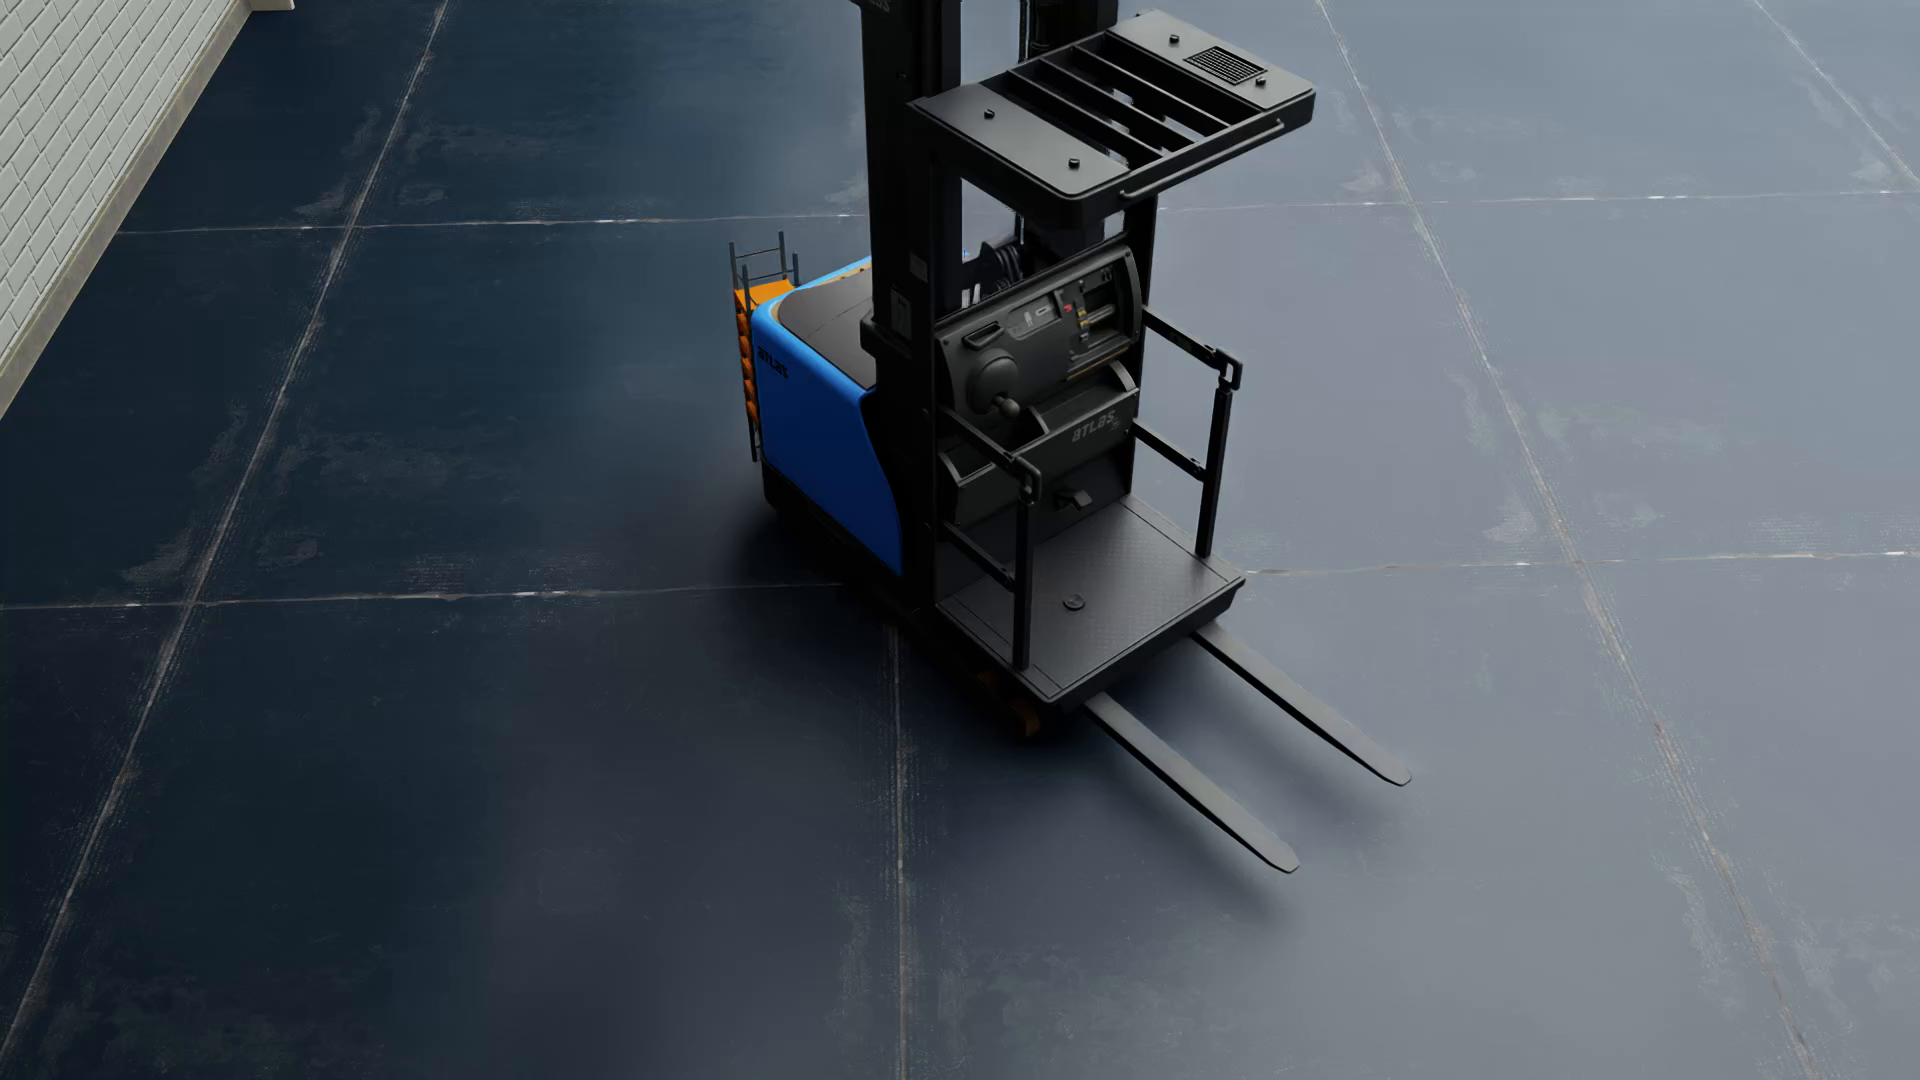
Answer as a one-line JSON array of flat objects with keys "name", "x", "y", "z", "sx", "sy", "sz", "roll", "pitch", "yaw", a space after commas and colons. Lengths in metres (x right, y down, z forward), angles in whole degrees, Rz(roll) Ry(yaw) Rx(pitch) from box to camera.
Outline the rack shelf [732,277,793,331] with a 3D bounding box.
[{"name": "rack shelf", "x": -0.826, "y": -1.015, "z": 7.152, "sx": 0.258, "sy": 0.103, "sz": 0.180, "roll": -16, "pitch": 45, "yaw": -17}]

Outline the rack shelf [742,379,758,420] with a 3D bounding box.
[{"name": "rack shelf", "x": -0.826, "y": -0.661, "z": 7.476, "sx": 0.258, "sy": 0.103, "sz": 0.180, "roll": -16, "pitch": 45, "yaw": -17}]

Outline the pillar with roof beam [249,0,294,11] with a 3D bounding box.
[{"name": "pillar with roof beam", "x": -0.416, "y": -7.188, "z": 8.582, "sx": 9.100, "sy": 9.000, "sz": 0.400, "roll": -2, "pitch": 43, "yaw": -2}]

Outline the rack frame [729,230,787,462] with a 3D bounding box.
[{"name": "rack frame", "x": -0.861, "y": -0.839, "z": 7.427, "sx": 0.240, "sy": 1.200, "sz": 0.006, "roll": -16, "pitch": 45, "yaw": -17}]

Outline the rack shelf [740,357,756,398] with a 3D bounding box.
[{"name": "rack shelf", "x": -0.826, "y": -0.750, "z": 7.395, "sx": 0.258, "sy": 0.103, "sz": 0.180, "roll": -16, "pitch": 45, "yaw": -17}]

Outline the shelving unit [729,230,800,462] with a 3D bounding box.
[{"name": "shelving unit", "x": -0.826, "y": -0.782, "z": 7.365, "sx": 0.258, "sy": 1.200, "sz": 0.189, "roll": -16, "pitch": 45, "yaw": -17}]

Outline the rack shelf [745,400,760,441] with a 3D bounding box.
[{"name": "rack shelf", "x": -0.826, "y": -0.573, "z": 7.557, "sx": 0.258, "sy": 0.103, "sz": 0.180, "roll": -16, "pitch": 45, "yaw": -17}]

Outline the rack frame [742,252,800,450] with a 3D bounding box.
[{"name": "rack frame", "x": -0.790, "y": -0.725, "z": 7.303, "sx": 0.240, "sy": 1.200, "sz": 0.006, "roll": -16, "pitch": 45, "yaw": -17}]

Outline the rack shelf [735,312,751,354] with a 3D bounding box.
[{"name": "rack shelf", "x": -0.826, "y": -0.926, "z": 7.233, "sx": 0.258, "sy": 0.103, "sz": 0.180, "roll": -16, "pitch": 45, "yaw": -17}]

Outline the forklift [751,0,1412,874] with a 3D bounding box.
[{"name": "forklift", "x": 0.443, "y": -0.685, "z": 5.977, "sx": 1.130, "sy": 2.935, "sz": 3.031, "roll": -29, "pitch": 50, "yaw": -28}]

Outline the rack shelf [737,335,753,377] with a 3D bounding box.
[{"name": "rack shelf", "x": -0.826, "y": -0.838, "z": 7.314, "sx": 0.258, "sy": 0.103, "sz": 0.180, "roll": -16, "pitch": 45, "yaw": -17}]
